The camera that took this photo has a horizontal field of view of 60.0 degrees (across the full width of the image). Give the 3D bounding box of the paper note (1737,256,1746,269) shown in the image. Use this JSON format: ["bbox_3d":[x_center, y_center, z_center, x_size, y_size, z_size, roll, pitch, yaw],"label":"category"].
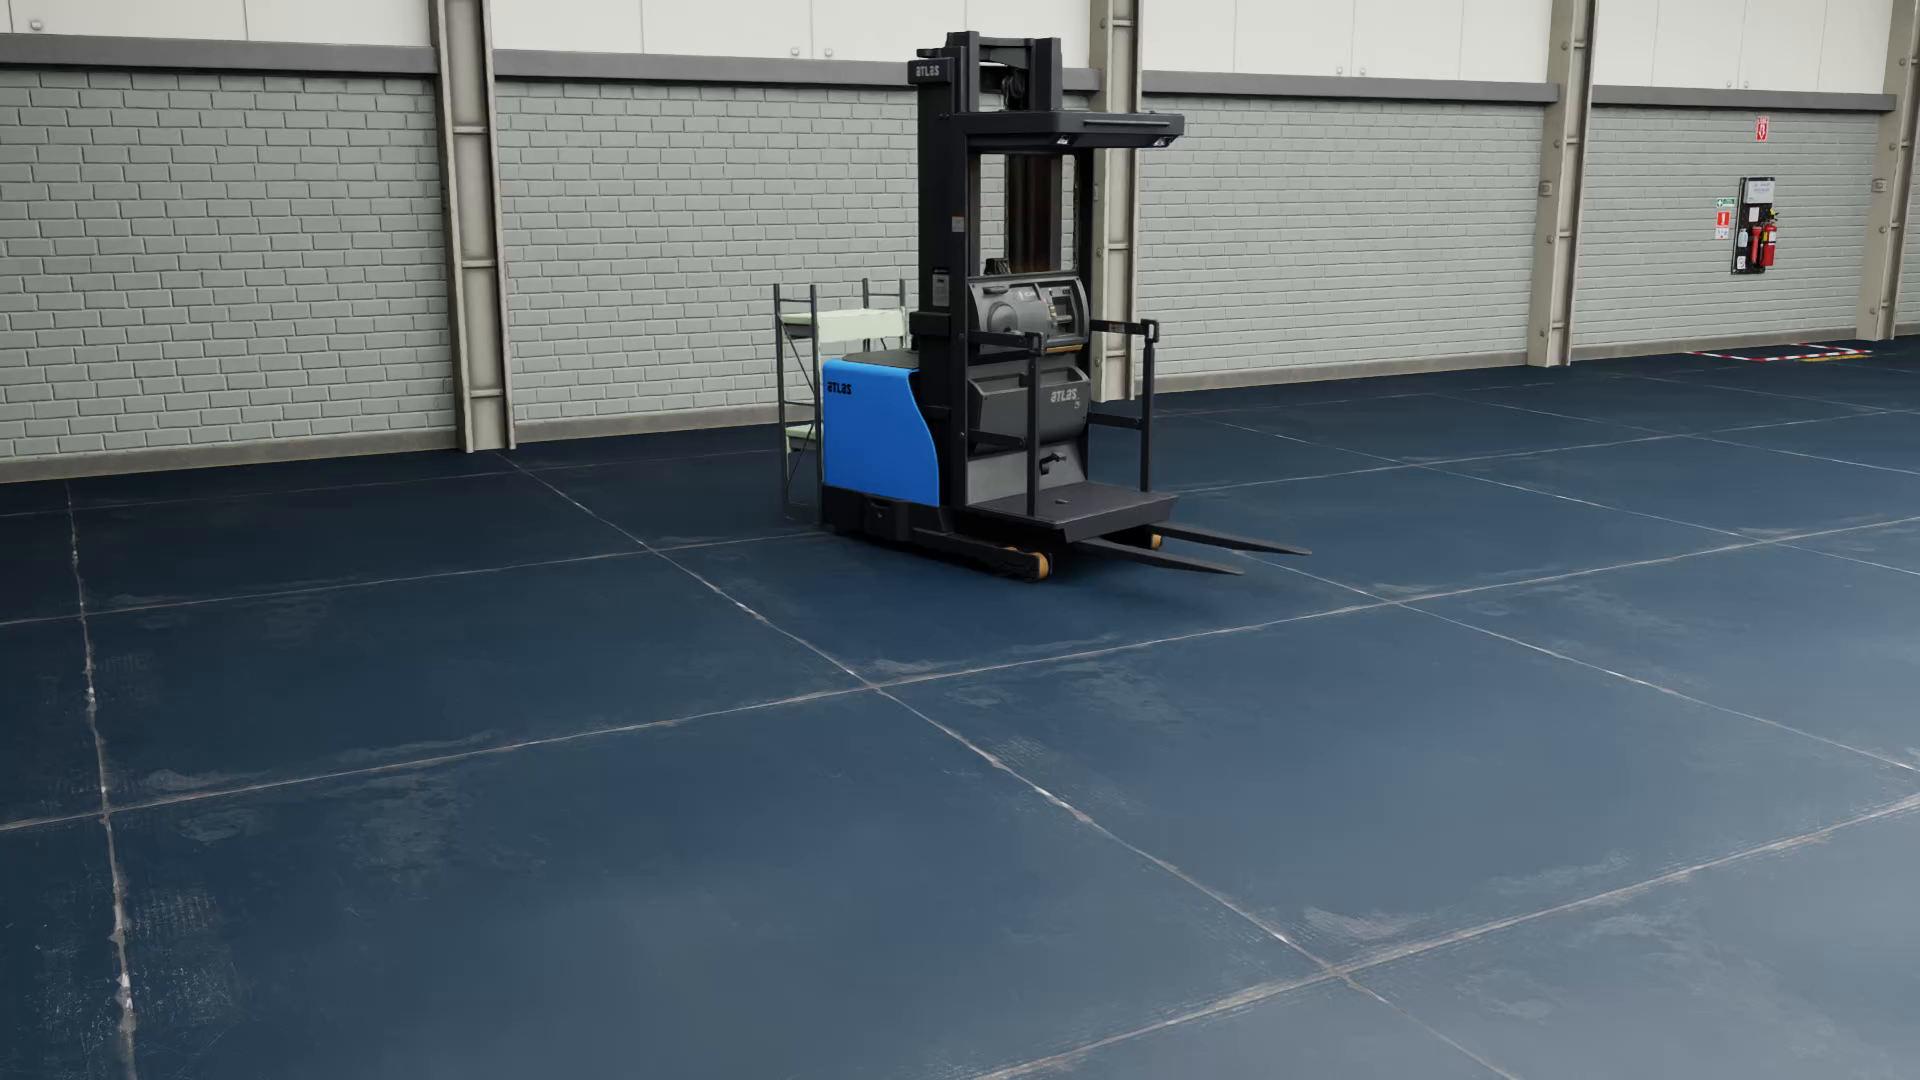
[{"bbox_3d":[9.610,-3.411,20.442,0.142,0.148,0.016,-7,14,-28],"label":"paper note"}]

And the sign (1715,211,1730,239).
[{"bbox_3d":[9.264,-3.826,20.194,0.234,0.329,0.001,-7,14,-28],"label":"sign"}]

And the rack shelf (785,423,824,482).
[{"bbox_3d":[-0.739,-0.587,10.755,0.720,0.370,0.431,-12,16,-42],"label":"rack shelf"}]

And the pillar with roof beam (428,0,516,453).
[{"bbox_3d":[-1.750,-4.303,8.732,0.400,9.000,9.100,-7,14,-28],"label":"pillar with roof beam"}]

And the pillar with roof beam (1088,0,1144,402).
[{"bbox_3d":[3.516,-4.934,11.537,0.400,9.000,9.100,-7,14,-28],"label":"pillar with roof beam"}]

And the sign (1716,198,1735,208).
[{"bbox_3d":[9.272,-4.083,20.131,0.331,0.109,0.001,-7,14,-28],"label":"sign"}]

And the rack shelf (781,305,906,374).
[{"bbox_3d":[-0.754,-1.289,10.612,0.720,0.370,0.431,-12,16,-42],"label":"rack shelf"}]

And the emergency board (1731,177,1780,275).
[{"bbox_3d":[9.799,-3.846,20.369,0.643,1.169,0.194,-7,14,-28],"label":"emergency board"}]

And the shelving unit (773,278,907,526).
[{"bbox_3d":[-0.746,-0.906,10.690,0.755,1.500,0.431,-12,16,-42],"label":"shelving unit"}]

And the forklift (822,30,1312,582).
[{"bbox_3d":[0.551,-1.327,9.331,3.031,2.935,1.130,12,17,43],"label":"forklift"}]

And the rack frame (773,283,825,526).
[{"bbox_3d":[-1.010,-0.851,10.443,0.023,1.500,0.400,-12,16,-42],"label":"rack frame"}]

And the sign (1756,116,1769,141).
[{"bbox_3d":[9.744,-4.996,20.196,0.199,0.298,0.001,-7,14,-28],"label":"sign"}]

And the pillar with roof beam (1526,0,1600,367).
[{"bbox_3d":[8.783,-5.565,14.341,0.400,9.000,9.100,-7,14,-28],"label":"pillar with roof beam"}]

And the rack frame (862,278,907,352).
[{"bbox_3d":[-0.482,-0.962,10.937,0.023,1.500,0.400,-12,16,-42],"label":"rack frame"}]

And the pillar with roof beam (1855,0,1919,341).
[{"bbox_3d":[14.049,-6.196,17.146,0.400,9.000,9.100,-7,14,-28],"label":"pillar with roof beam"}]
